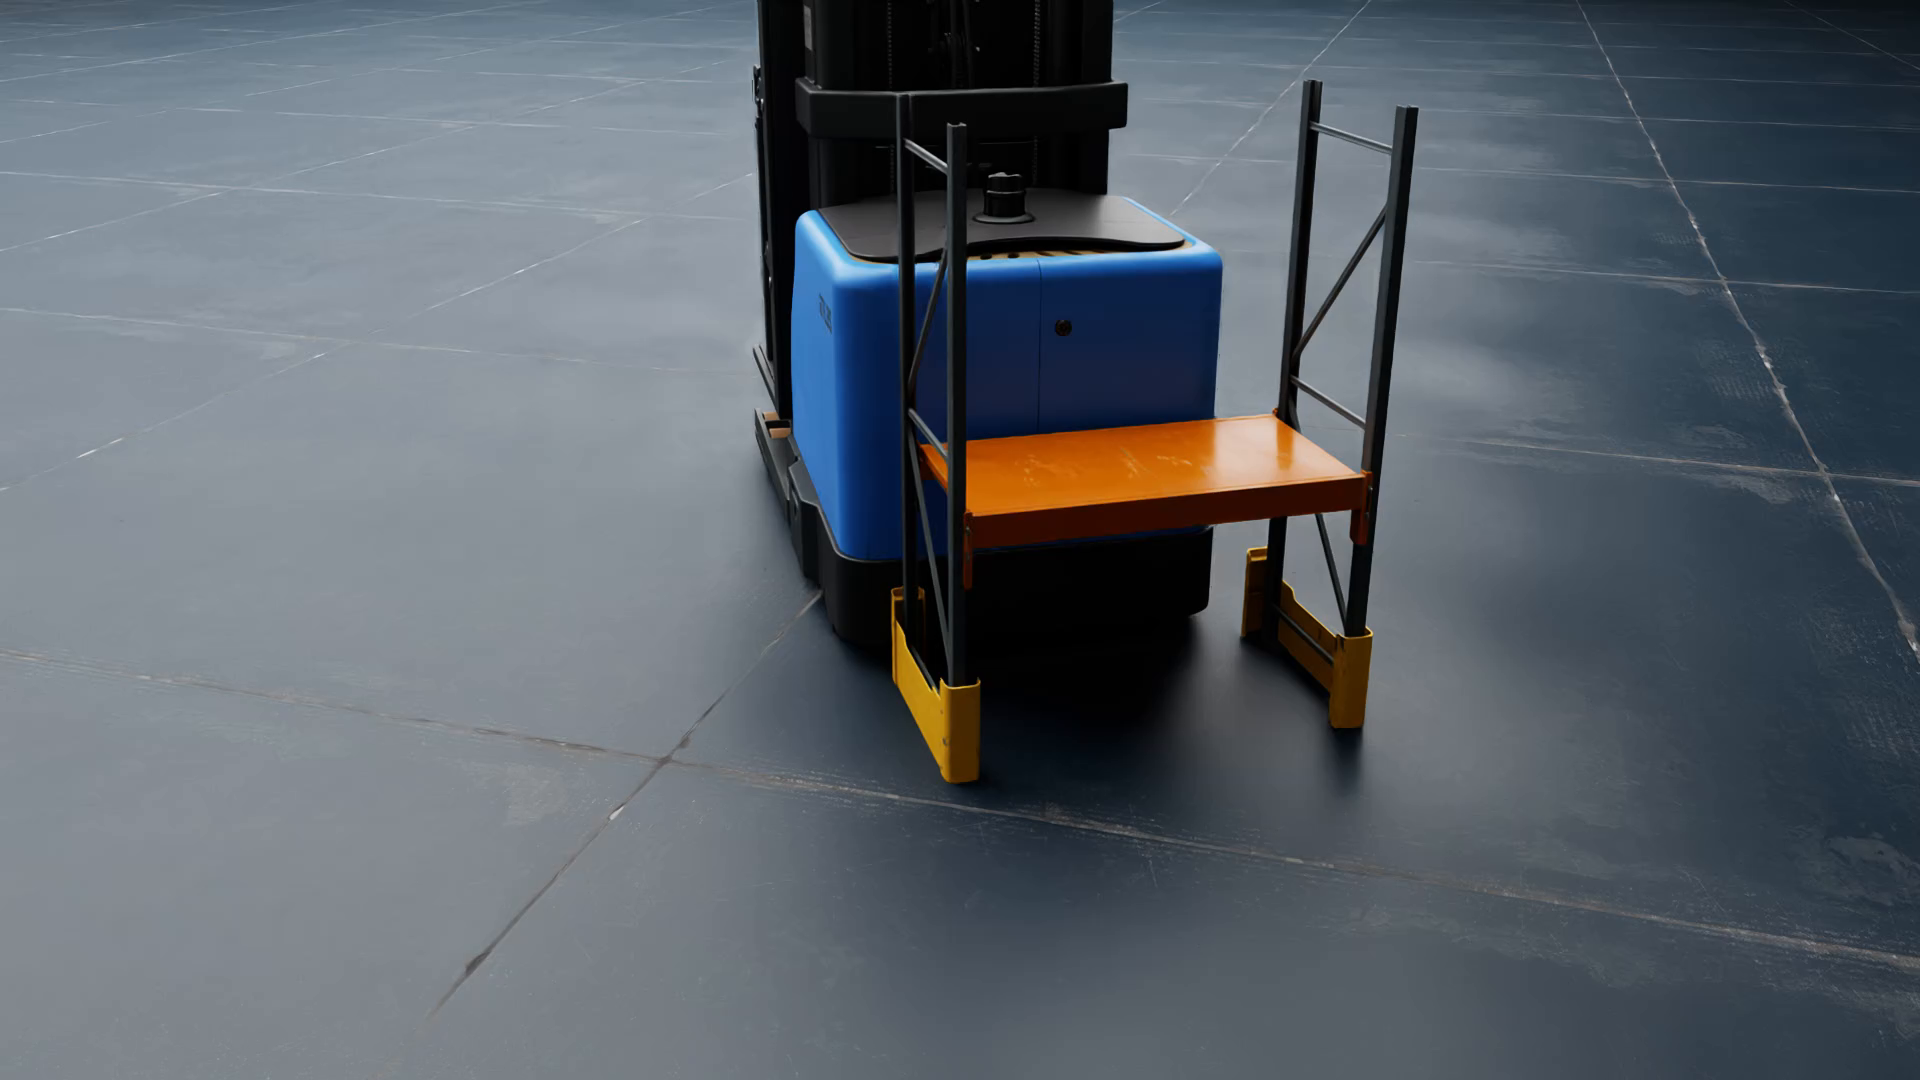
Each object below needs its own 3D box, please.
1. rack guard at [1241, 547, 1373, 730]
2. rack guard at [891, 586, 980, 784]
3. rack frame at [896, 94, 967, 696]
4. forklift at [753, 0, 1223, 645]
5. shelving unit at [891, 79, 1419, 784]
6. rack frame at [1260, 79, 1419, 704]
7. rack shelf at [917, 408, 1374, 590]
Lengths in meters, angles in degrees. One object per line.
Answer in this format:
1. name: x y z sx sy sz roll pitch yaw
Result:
1. rack guard: 0.895 0.245 4.343 0.087 0.250 0.587 -6 23 -14
2. rack guard: -0.066 0.344 4.100 0.087 0.250 0.587 -6 23 -14
3. rack frame: -0.067 -0.233 3.862 0.032 1.500 0.500 -6 23 -14
4. forklift: -0.123 -1.606 5.324 1.130 2.935 3.031 -5 23 -12
5. shelving unit: 0.415 -0.283 3.983 1.083 1.500 0.587 -6 23 -14
6. rack frame: 0.914 -0.335 4.109 0.032 1.500 0.500 -6 23 -14
7. rack shelf: 0.424 -0.118 4.054 1.000 0.185 0.538 -6 23 -14
